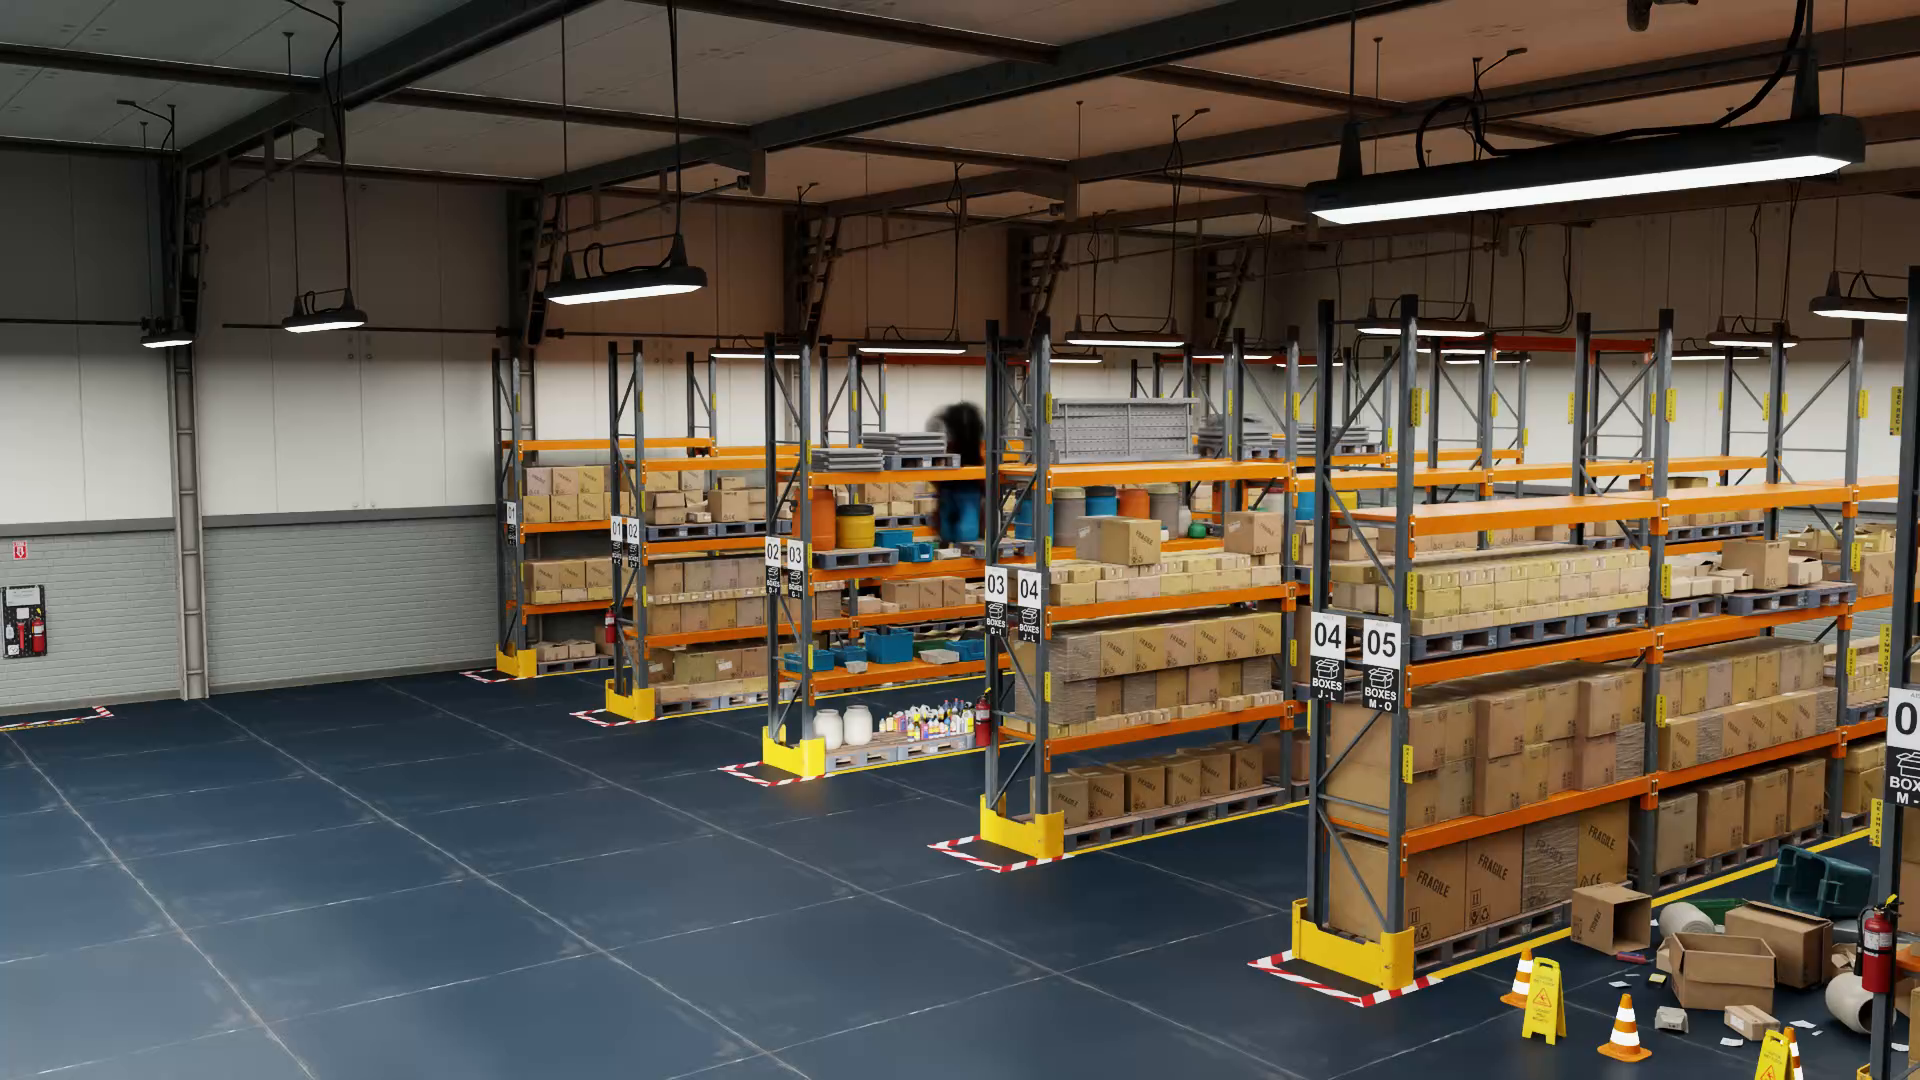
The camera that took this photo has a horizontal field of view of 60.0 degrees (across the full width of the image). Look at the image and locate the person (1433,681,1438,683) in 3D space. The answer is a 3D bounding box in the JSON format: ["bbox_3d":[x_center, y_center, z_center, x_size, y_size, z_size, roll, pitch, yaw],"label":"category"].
[{"bbox_3d":[5.987,2.524,20.684,0.700,1.640,0.760,-4,6,-39],"label":"person"}]
